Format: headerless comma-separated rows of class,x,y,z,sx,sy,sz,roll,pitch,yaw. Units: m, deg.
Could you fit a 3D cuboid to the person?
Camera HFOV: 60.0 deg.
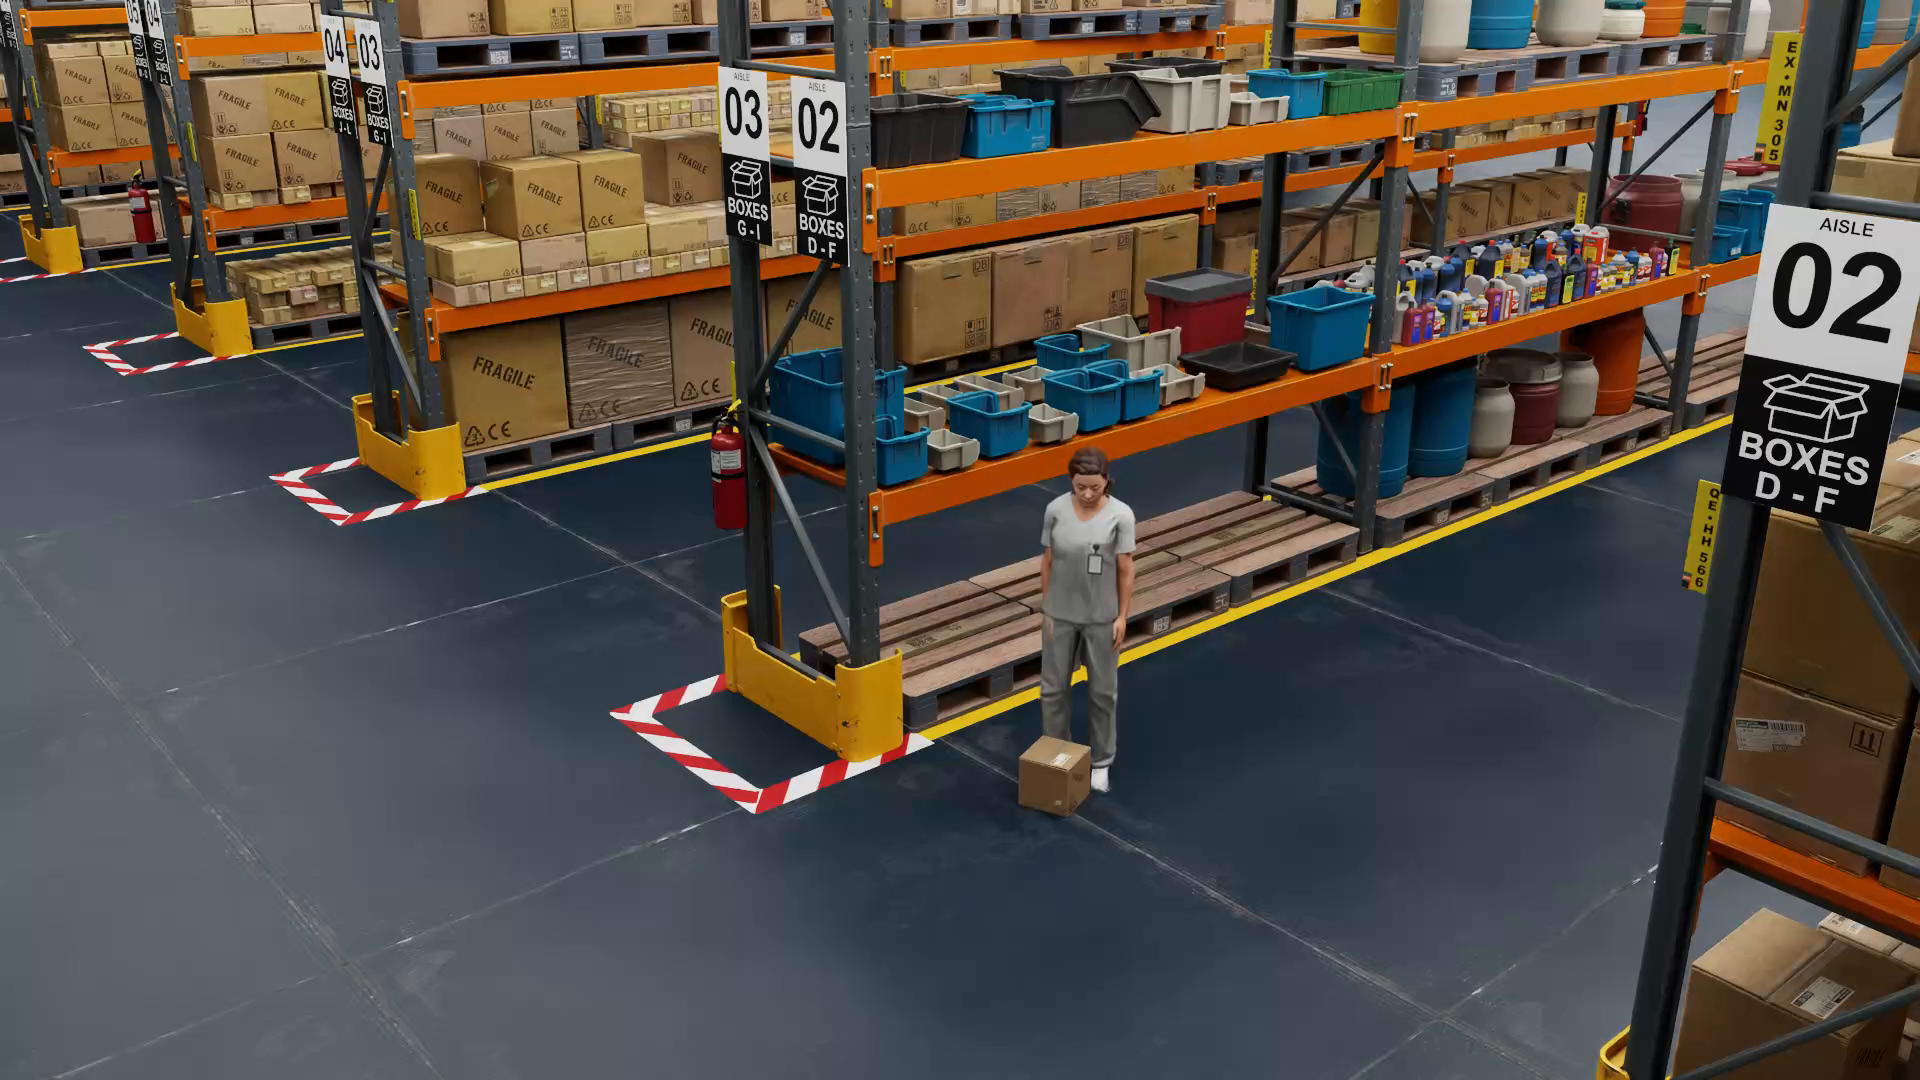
person,0.583,0.350,7.694,0.444,1.671,0.358,5,22,13
